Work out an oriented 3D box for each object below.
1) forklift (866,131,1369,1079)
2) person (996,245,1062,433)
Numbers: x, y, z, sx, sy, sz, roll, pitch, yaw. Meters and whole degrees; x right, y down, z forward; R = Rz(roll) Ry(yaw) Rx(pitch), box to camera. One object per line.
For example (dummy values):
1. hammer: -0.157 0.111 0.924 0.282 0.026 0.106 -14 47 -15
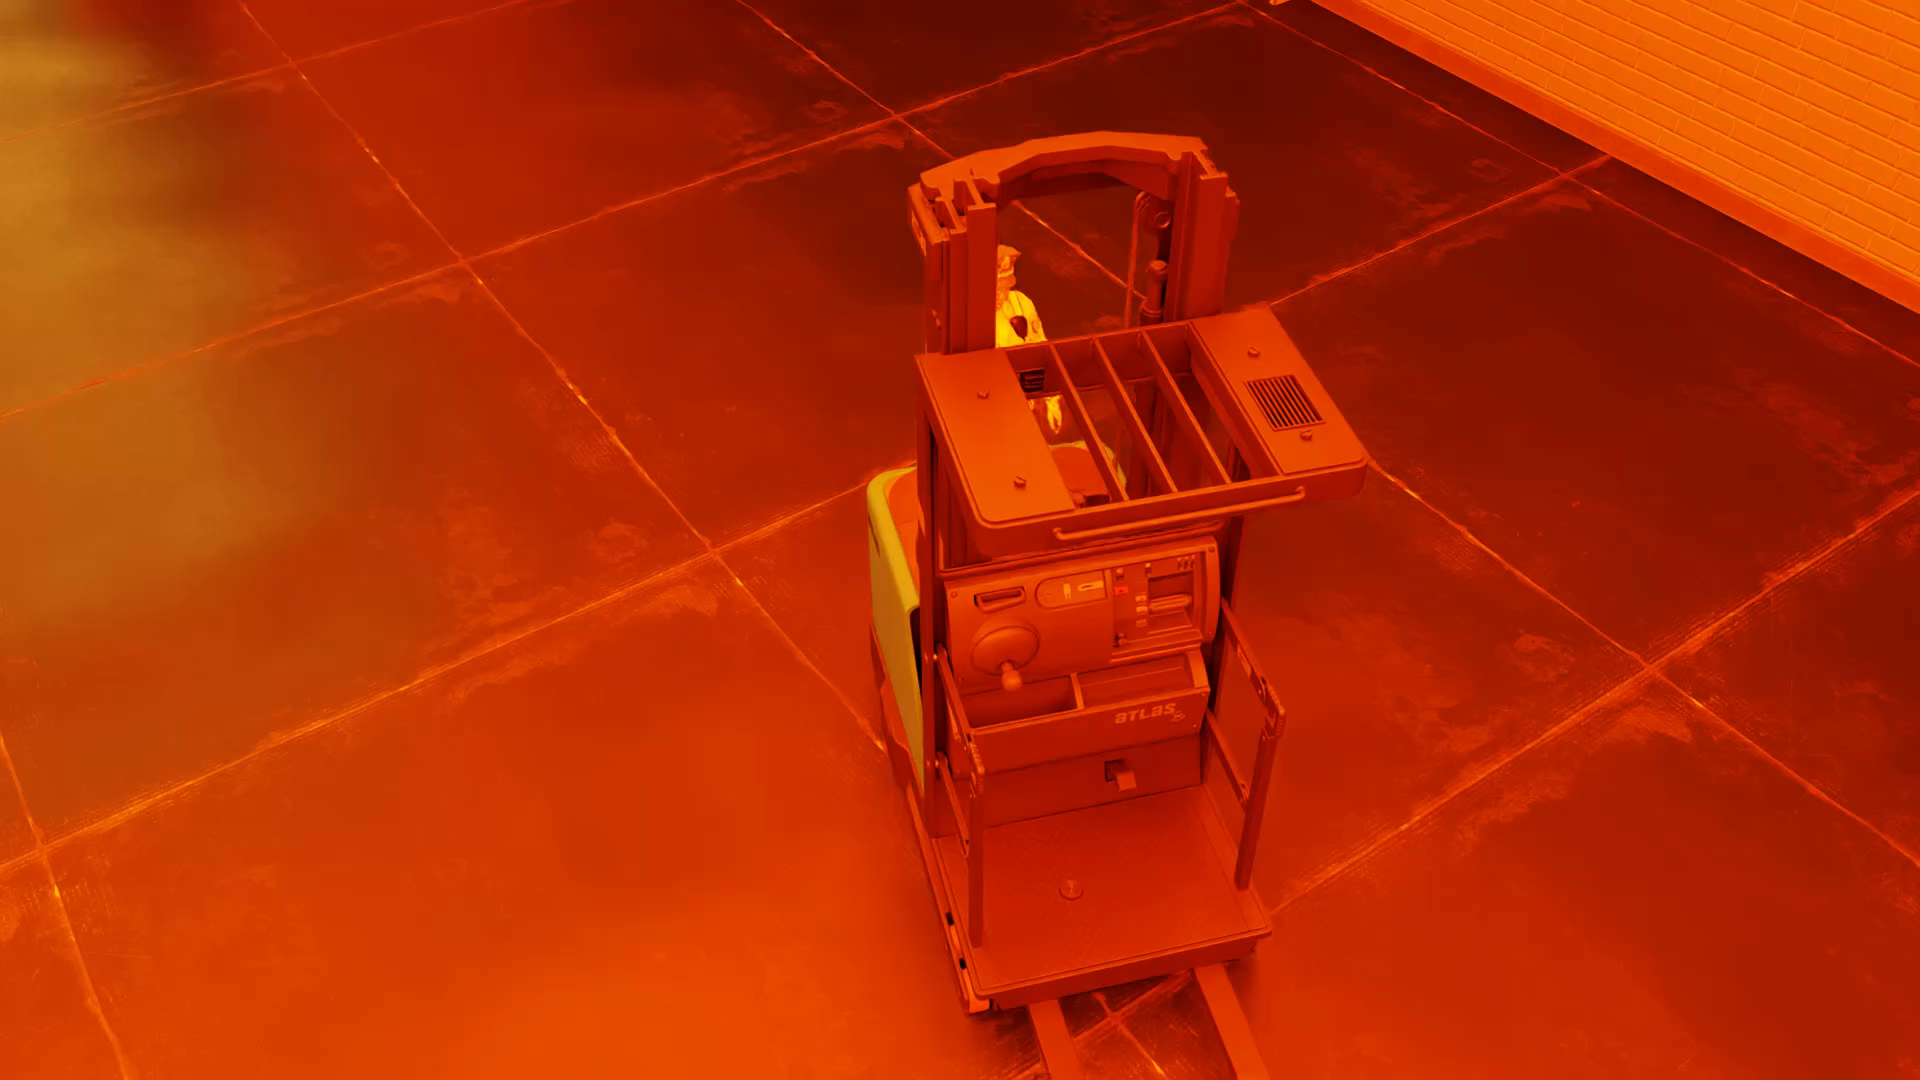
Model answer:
1. forklift: 0.468 0.337 5.350 1.130 2.935 3.031 -10 44 -10
2. person: 0.177 -0.491 7.210 0.639 1.636 0.602 -18 46 -18
